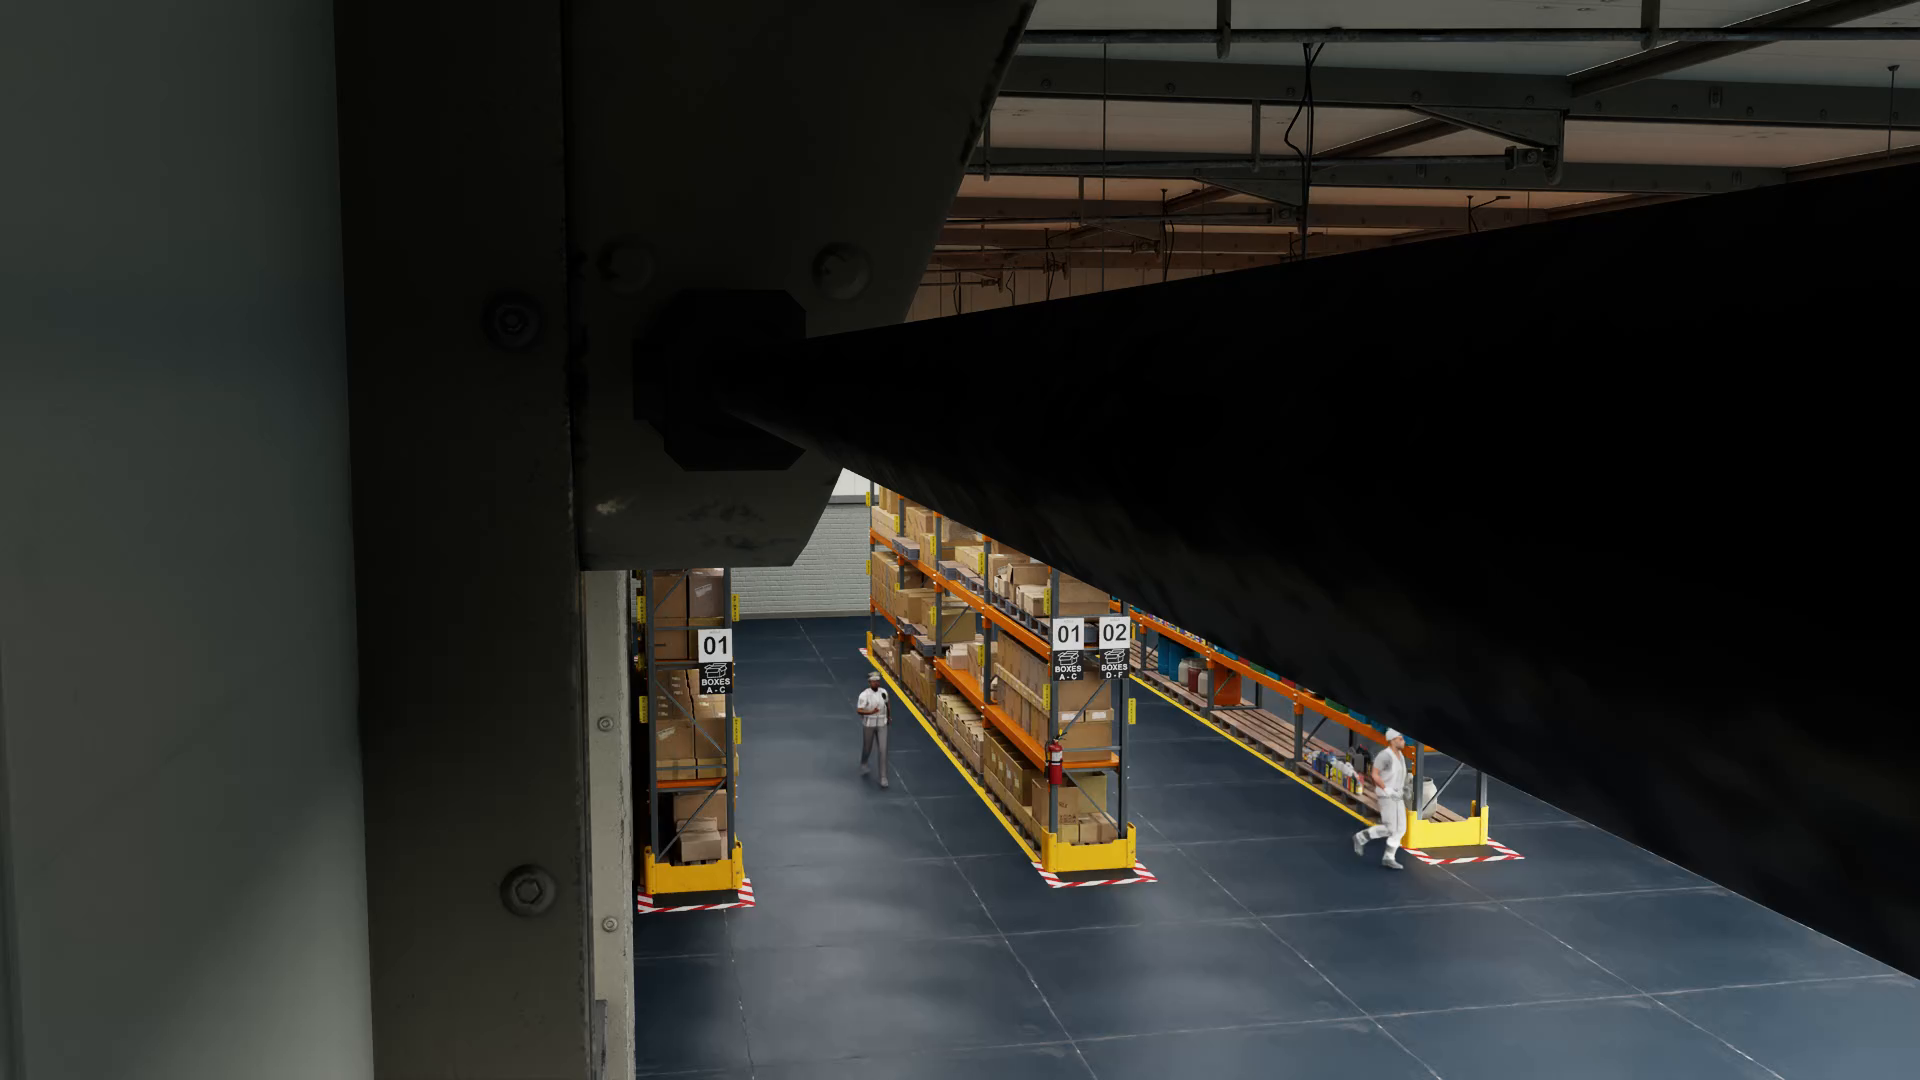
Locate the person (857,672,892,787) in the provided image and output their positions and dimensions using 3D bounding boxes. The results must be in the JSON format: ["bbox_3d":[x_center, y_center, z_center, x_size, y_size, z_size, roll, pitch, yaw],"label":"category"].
[{"bbox_3d":[-1.291,2.830,25.284,0.575,1.673,0.938,-2,6,-16],"label":"person"}]

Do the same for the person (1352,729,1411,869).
[{"bbox_3d":[5.449,3.253,21.232,0.702,1.727,0.702,5,8,39],"label":"person"}]
